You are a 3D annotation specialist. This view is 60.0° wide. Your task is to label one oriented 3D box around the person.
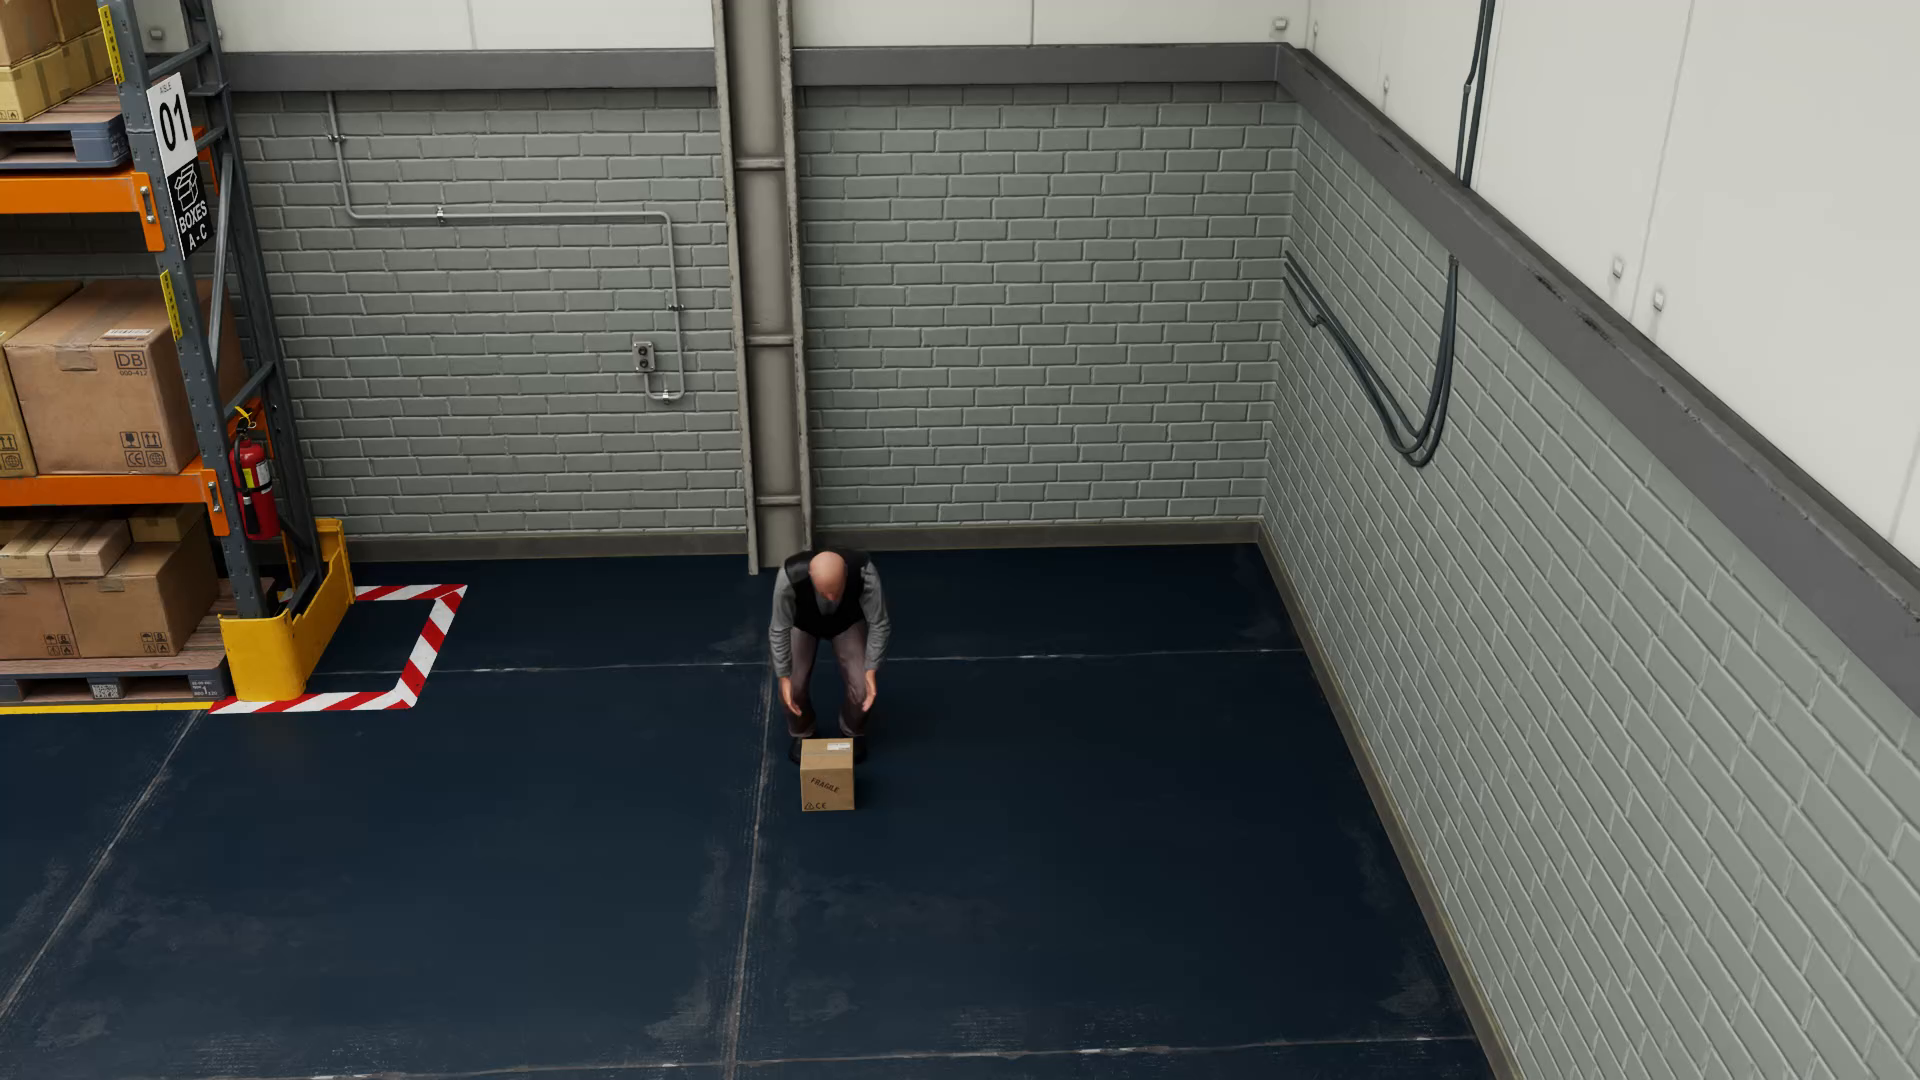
[{"bbox_3d":[-0.631,0.501,8.158,0.587,1.285,0.771,-1,27,-3],"label":"person"}]
